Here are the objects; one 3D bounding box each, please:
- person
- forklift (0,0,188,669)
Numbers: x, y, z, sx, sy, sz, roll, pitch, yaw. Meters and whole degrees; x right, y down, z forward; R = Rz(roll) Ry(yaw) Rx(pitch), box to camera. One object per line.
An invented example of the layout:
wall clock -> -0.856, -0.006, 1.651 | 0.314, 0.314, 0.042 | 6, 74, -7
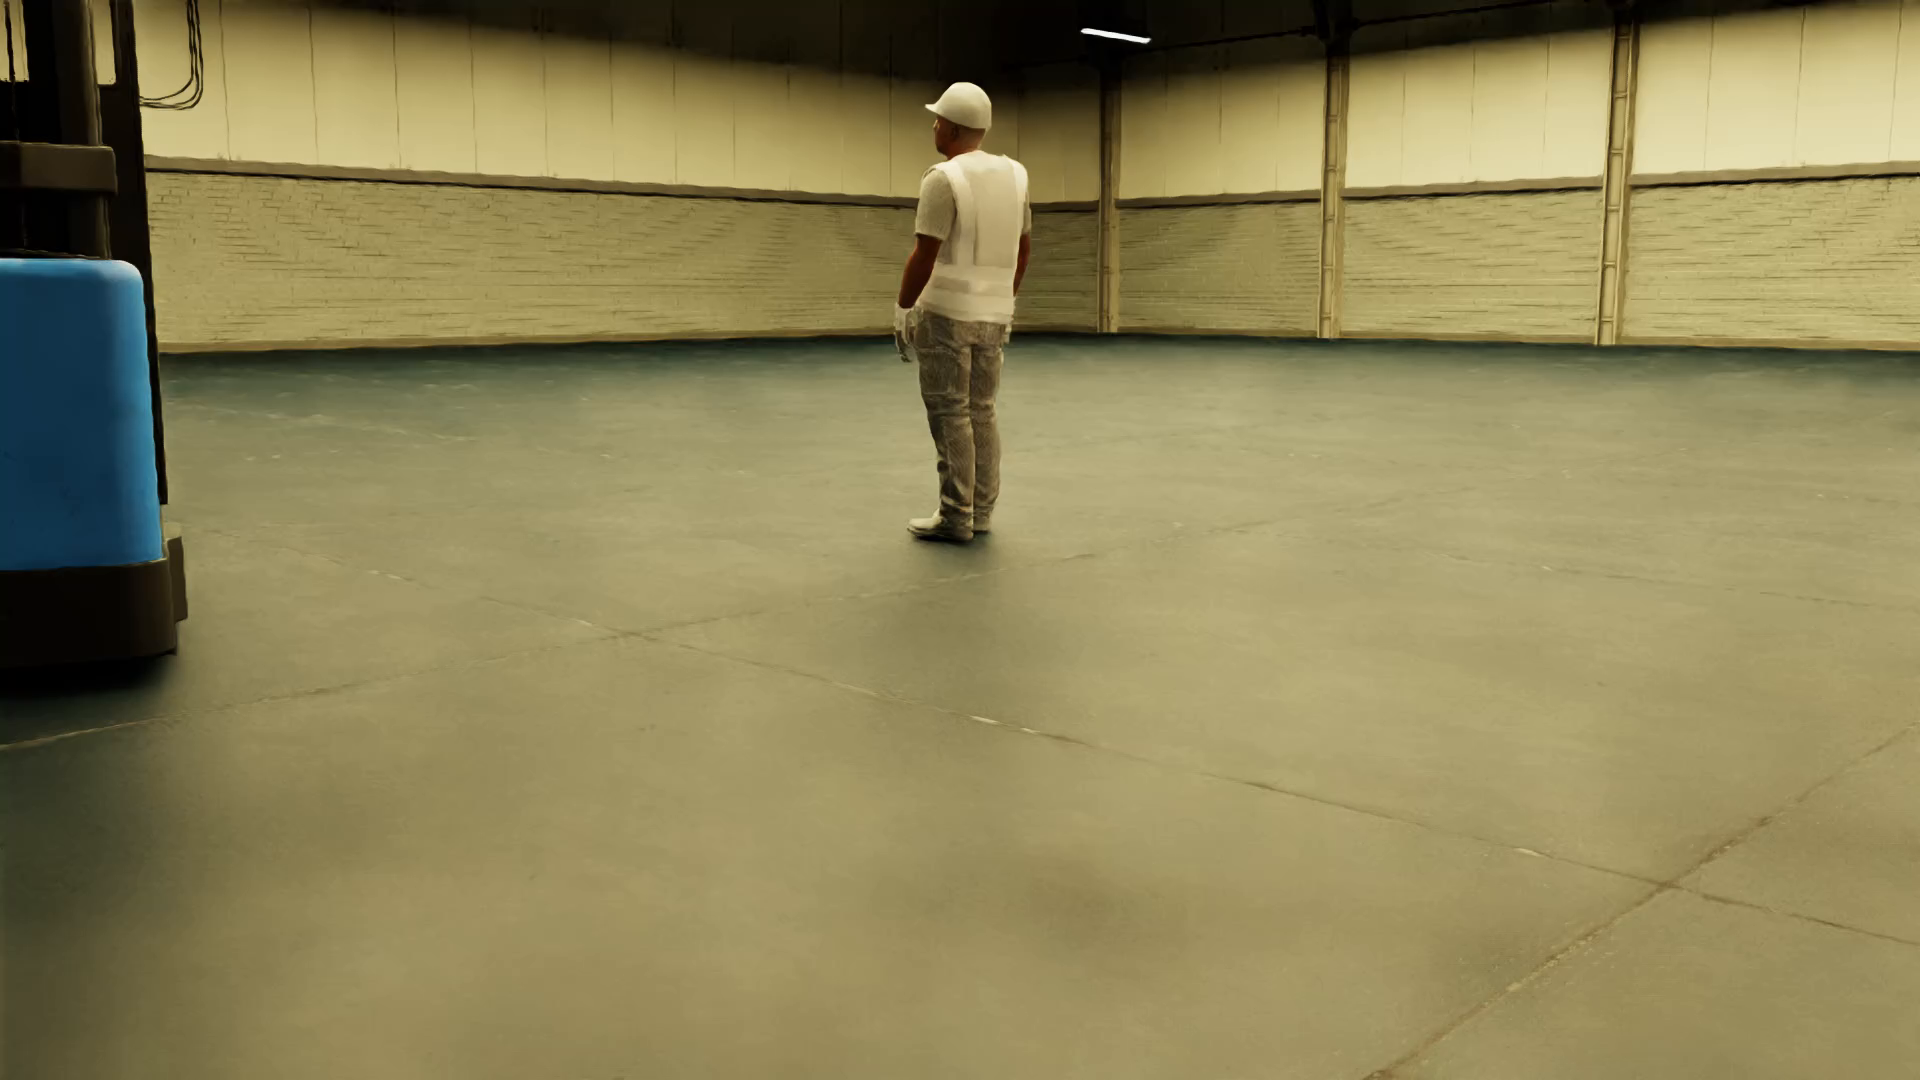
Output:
person -> -0.046, -0.897, 6.639 | 0.576, 1.782, 0.655 | 8, 12, 43
forklift -> -3.158, -1.253, 5.197 | 1.130, 2.935, 3.031 | -4, 10, -26
